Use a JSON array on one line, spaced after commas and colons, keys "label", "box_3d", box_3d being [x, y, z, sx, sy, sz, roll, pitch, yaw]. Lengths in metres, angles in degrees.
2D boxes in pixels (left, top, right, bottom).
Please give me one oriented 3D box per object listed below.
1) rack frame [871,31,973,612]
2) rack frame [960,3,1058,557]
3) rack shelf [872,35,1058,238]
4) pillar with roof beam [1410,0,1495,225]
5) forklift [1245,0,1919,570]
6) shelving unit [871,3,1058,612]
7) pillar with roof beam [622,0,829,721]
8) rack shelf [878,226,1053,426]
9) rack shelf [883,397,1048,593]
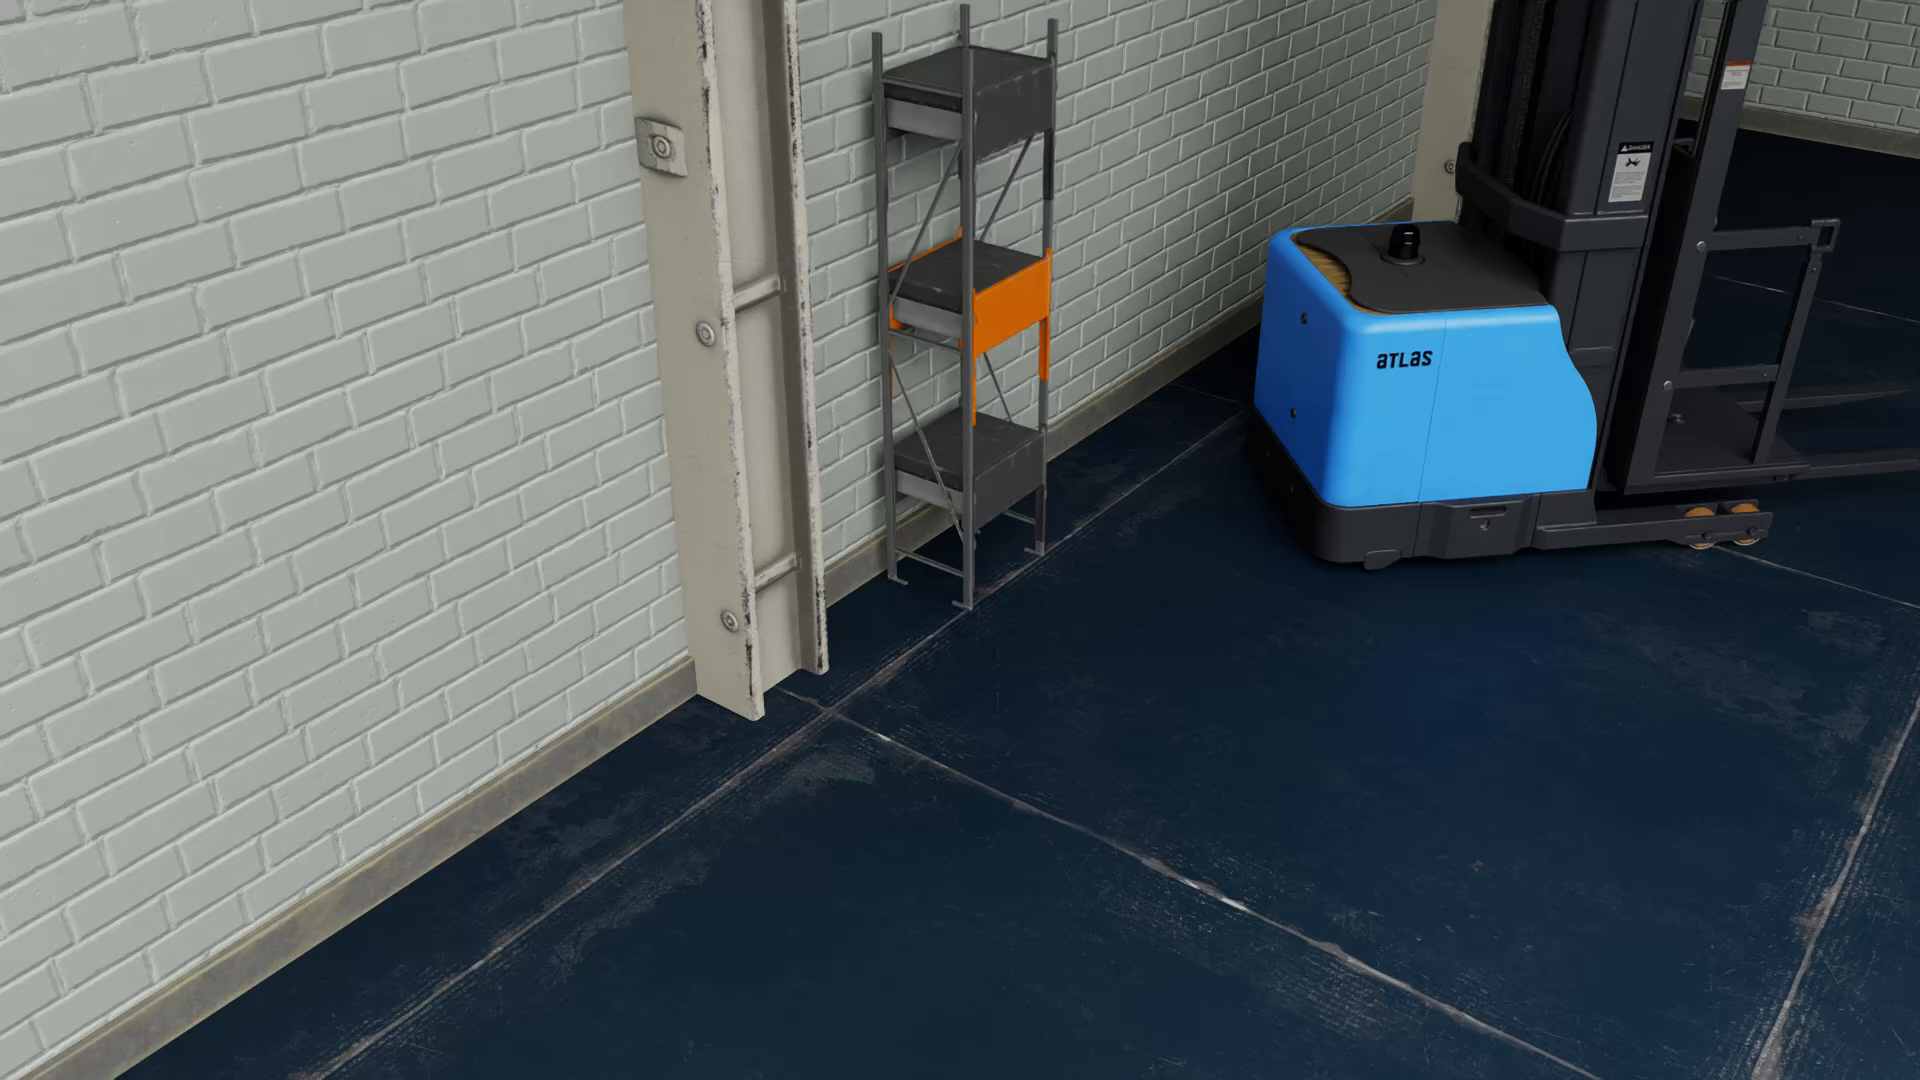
[{"label": "rack frame", "box_3d": [-0.120, -0.696, 5.864, 0.400, 2.100, 0.015, 20, 36, 31]}, {"label": "rack frame", "box_3d": [0.168, -0.897, 6.203, 0.400, 2.100, 0.015, 20, 36, 31]}, {"label": "rack shelf", "box_3d": [0.022, -1.388, 5.685, 0.431, 0.518, 0.480, 20, 36, 31]}, {"label": "pillar with roof beam", "box_3d": [6.346, -4.491, 5.501, 9.100, 9.000, 0.400, 21, 37, 31]}, {"label": "forklift", "box_3d": [2.809, -1.485, 6.381, 3.031, 2.935, 1.130, -5, 31, -8]}, {"label": "shelving unit", "box_3d": [0.024, -0.797, 6.033, 0.431, 2.100, 0.503, 20, 36, 31]}, {"label": "pillar with roof beam", "box_3d": [2.725, -2.052, 1.386, 9.100, 9.000, 0.400, 21, 37, 31]}, {"label": "rack shelf", "box_3d": [0.024, -0.785, 6.040, 0.431, 0.518, 0.480, 20, 36, 31]}, {"label": "rack shelf", "box_3d": [0.026, -0.182, 6.396, 0.431, 0.518, 0.480, 20, 36, 31]}]
